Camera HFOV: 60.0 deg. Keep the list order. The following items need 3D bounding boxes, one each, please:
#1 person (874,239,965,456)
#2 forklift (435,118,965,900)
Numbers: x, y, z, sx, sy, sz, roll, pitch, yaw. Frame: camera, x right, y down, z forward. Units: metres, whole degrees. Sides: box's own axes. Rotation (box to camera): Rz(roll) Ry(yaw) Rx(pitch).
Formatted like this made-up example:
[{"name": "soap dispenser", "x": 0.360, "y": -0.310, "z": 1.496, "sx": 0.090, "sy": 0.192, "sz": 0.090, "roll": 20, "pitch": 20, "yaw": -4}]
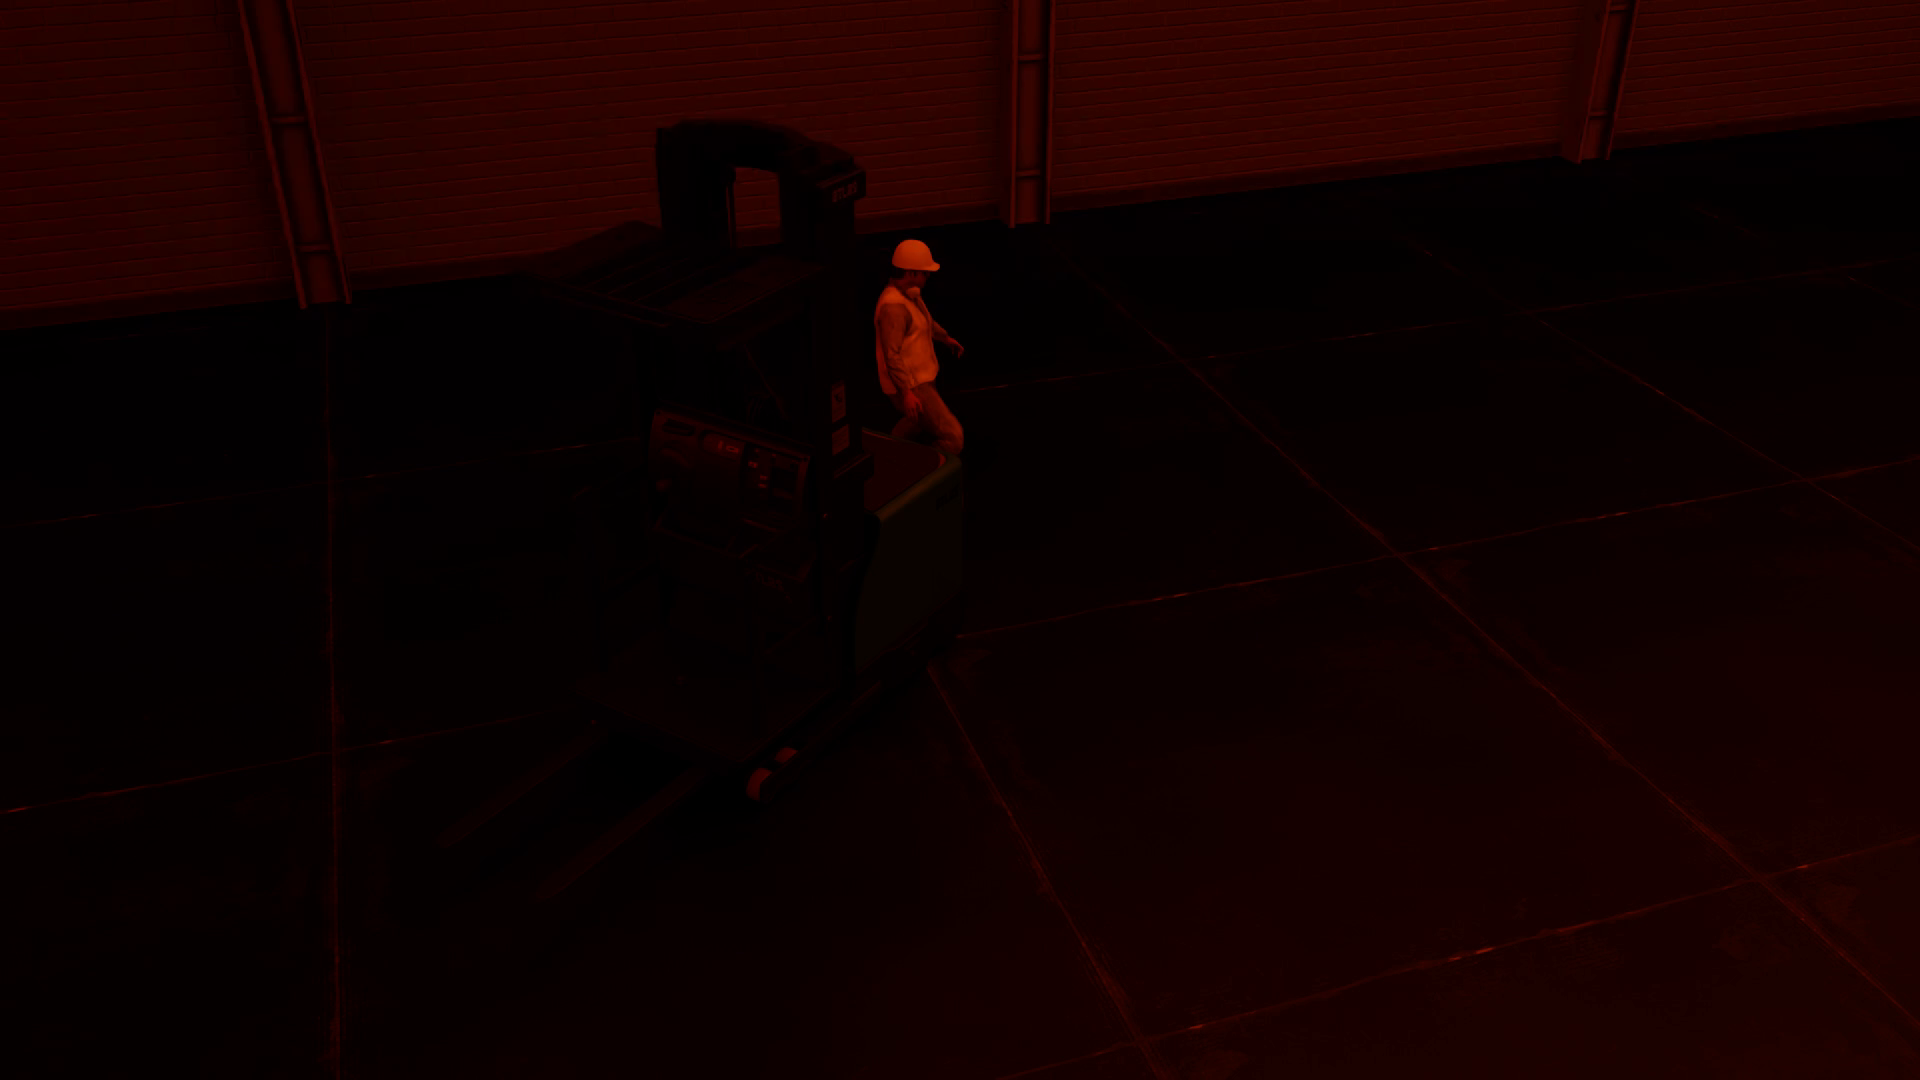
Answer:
[{"name": "person", "x": -0.259, "y": -1.041, "z": 10.214, "sx": 0.673, "sy": 1.656, "sz": 0.938, "roll": 4, "pitch": 30, "yaw": 7}, {"name": "forklift", "x": -1.195, "y": -0.294, "z": 7.598, "sx": 1.130, "sy": 2.935, "sz": 3.031, "roll": 18, "pitch": 34, "yaw": 28}]
